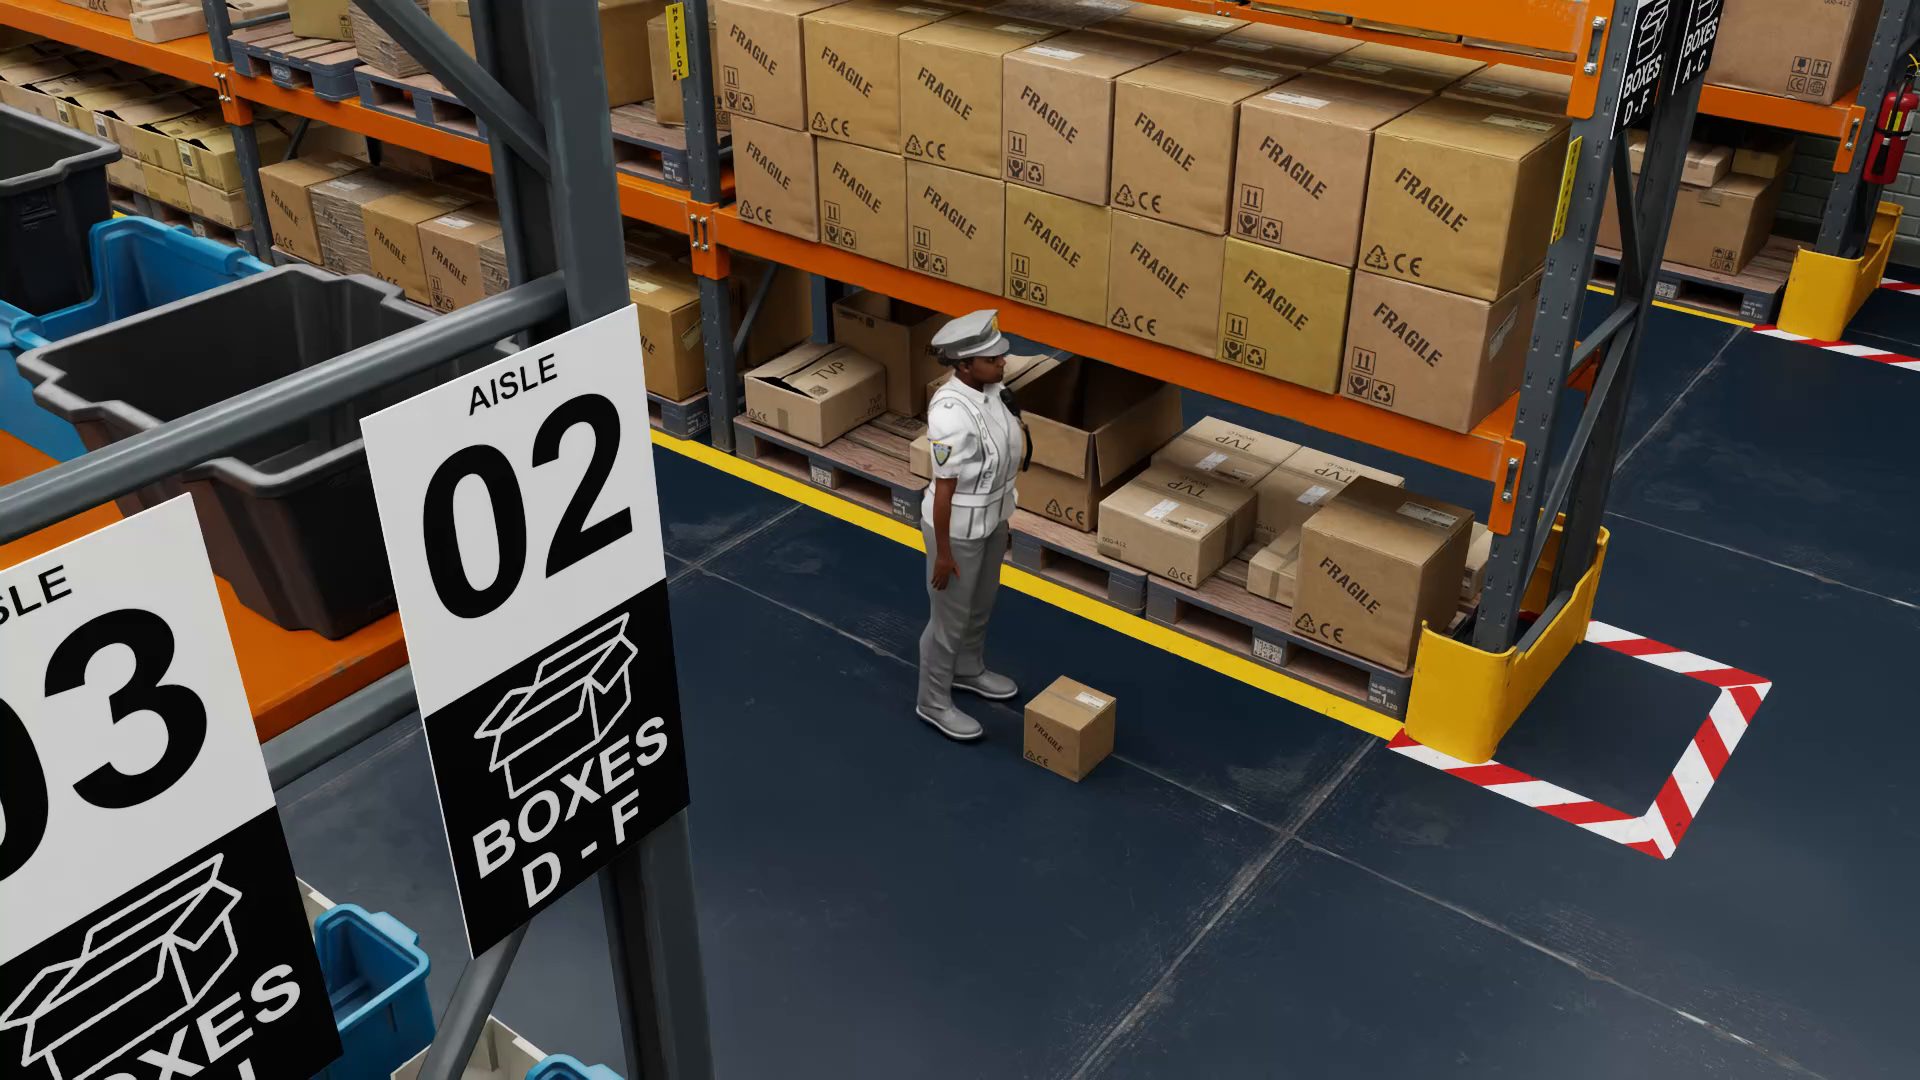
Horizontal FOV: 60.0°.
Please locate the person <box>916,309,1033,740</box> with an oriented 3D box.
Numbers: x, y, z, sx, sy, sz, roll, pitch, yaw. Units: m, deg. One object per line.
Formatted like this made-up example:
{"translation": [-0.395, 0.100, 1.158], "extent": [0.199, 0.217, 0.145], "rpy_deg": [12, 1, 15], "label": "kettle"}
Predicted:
{"translation": [0.044, -0.060, 6.172], "extent": [0.346, 1.686, 0.499], "rpy_deg": [17, 35, 25], "label": "person"}
